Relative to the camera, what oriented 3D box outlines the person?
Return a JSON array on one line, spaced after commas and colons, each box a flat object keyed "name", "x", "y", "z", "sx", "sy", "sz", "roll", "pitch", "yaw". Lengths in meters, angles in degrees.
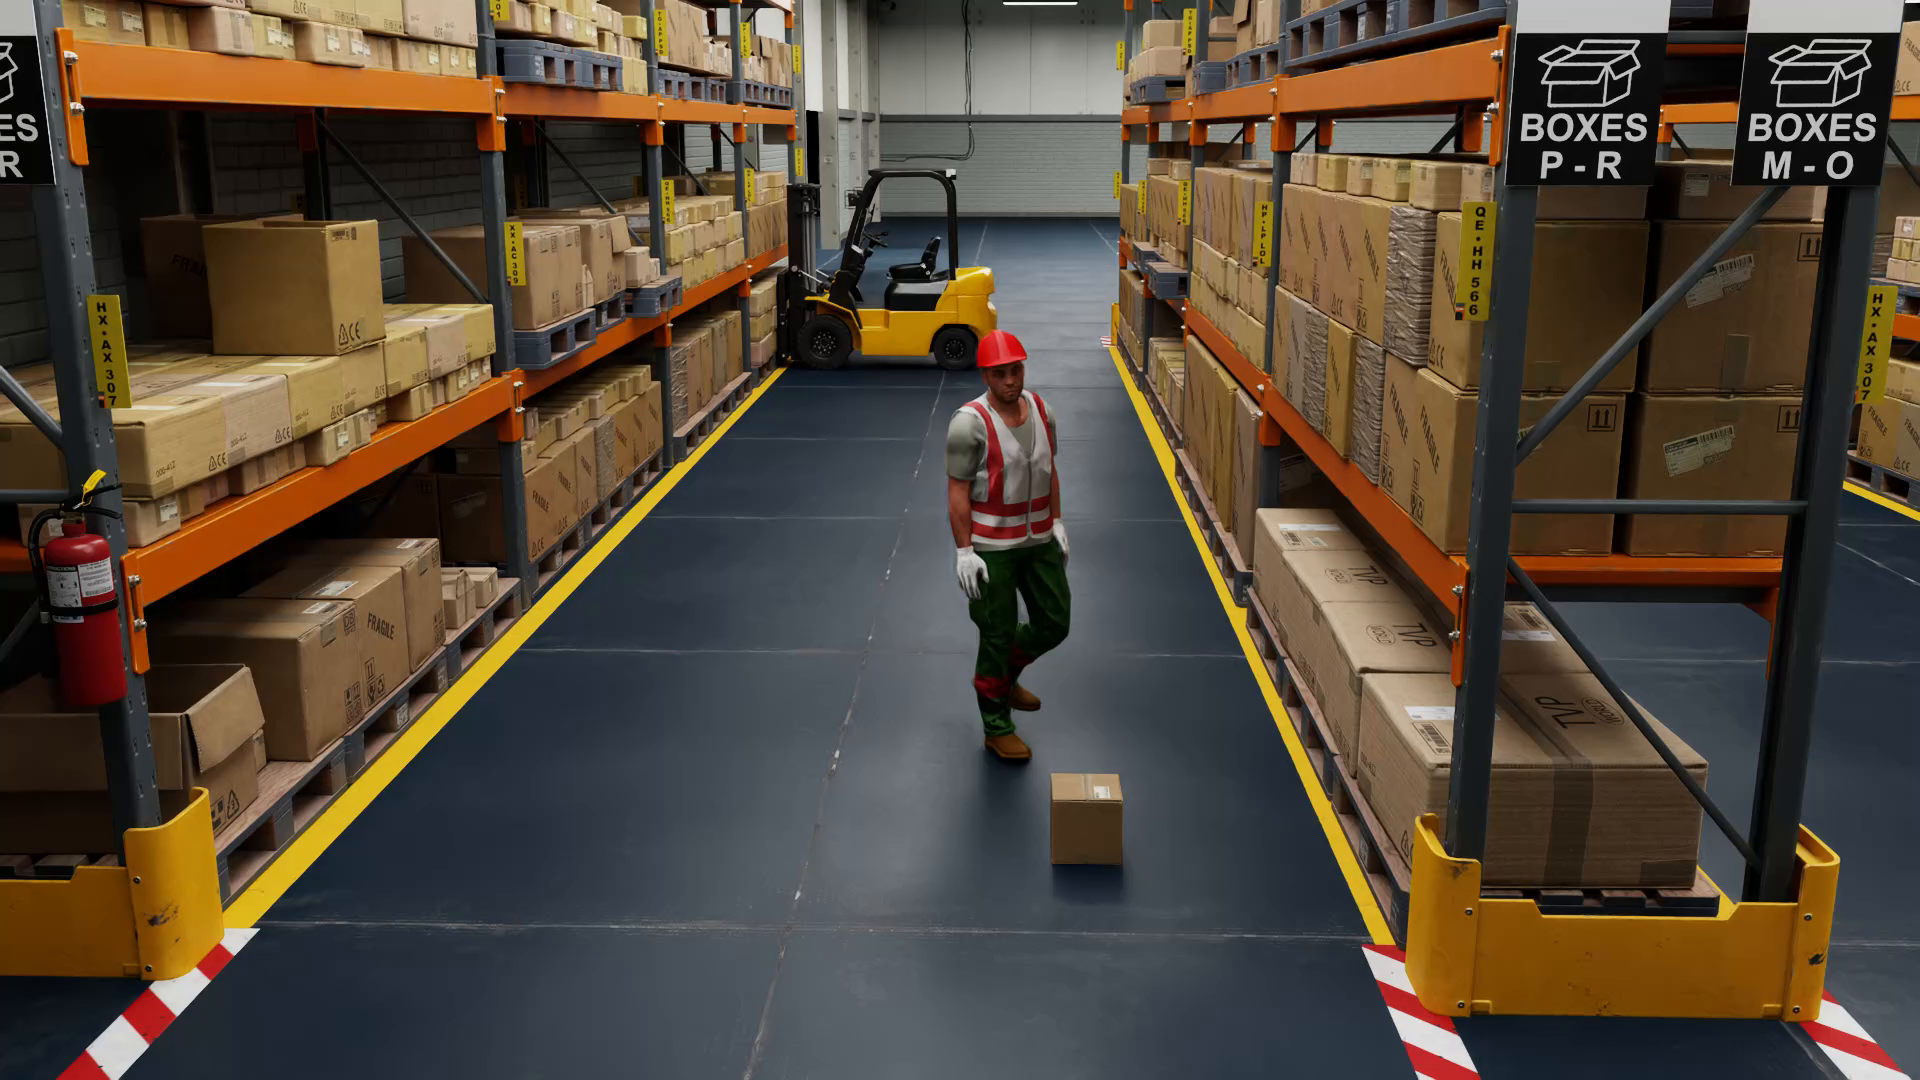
[{"name": "person", "x": 0.158, "y": 0.007, "z": 6.879, "sx": 0.587, "sy": 1.787, "sz": 0.538, "roll": -10, "pitch": 17, "yaw": -36}]
